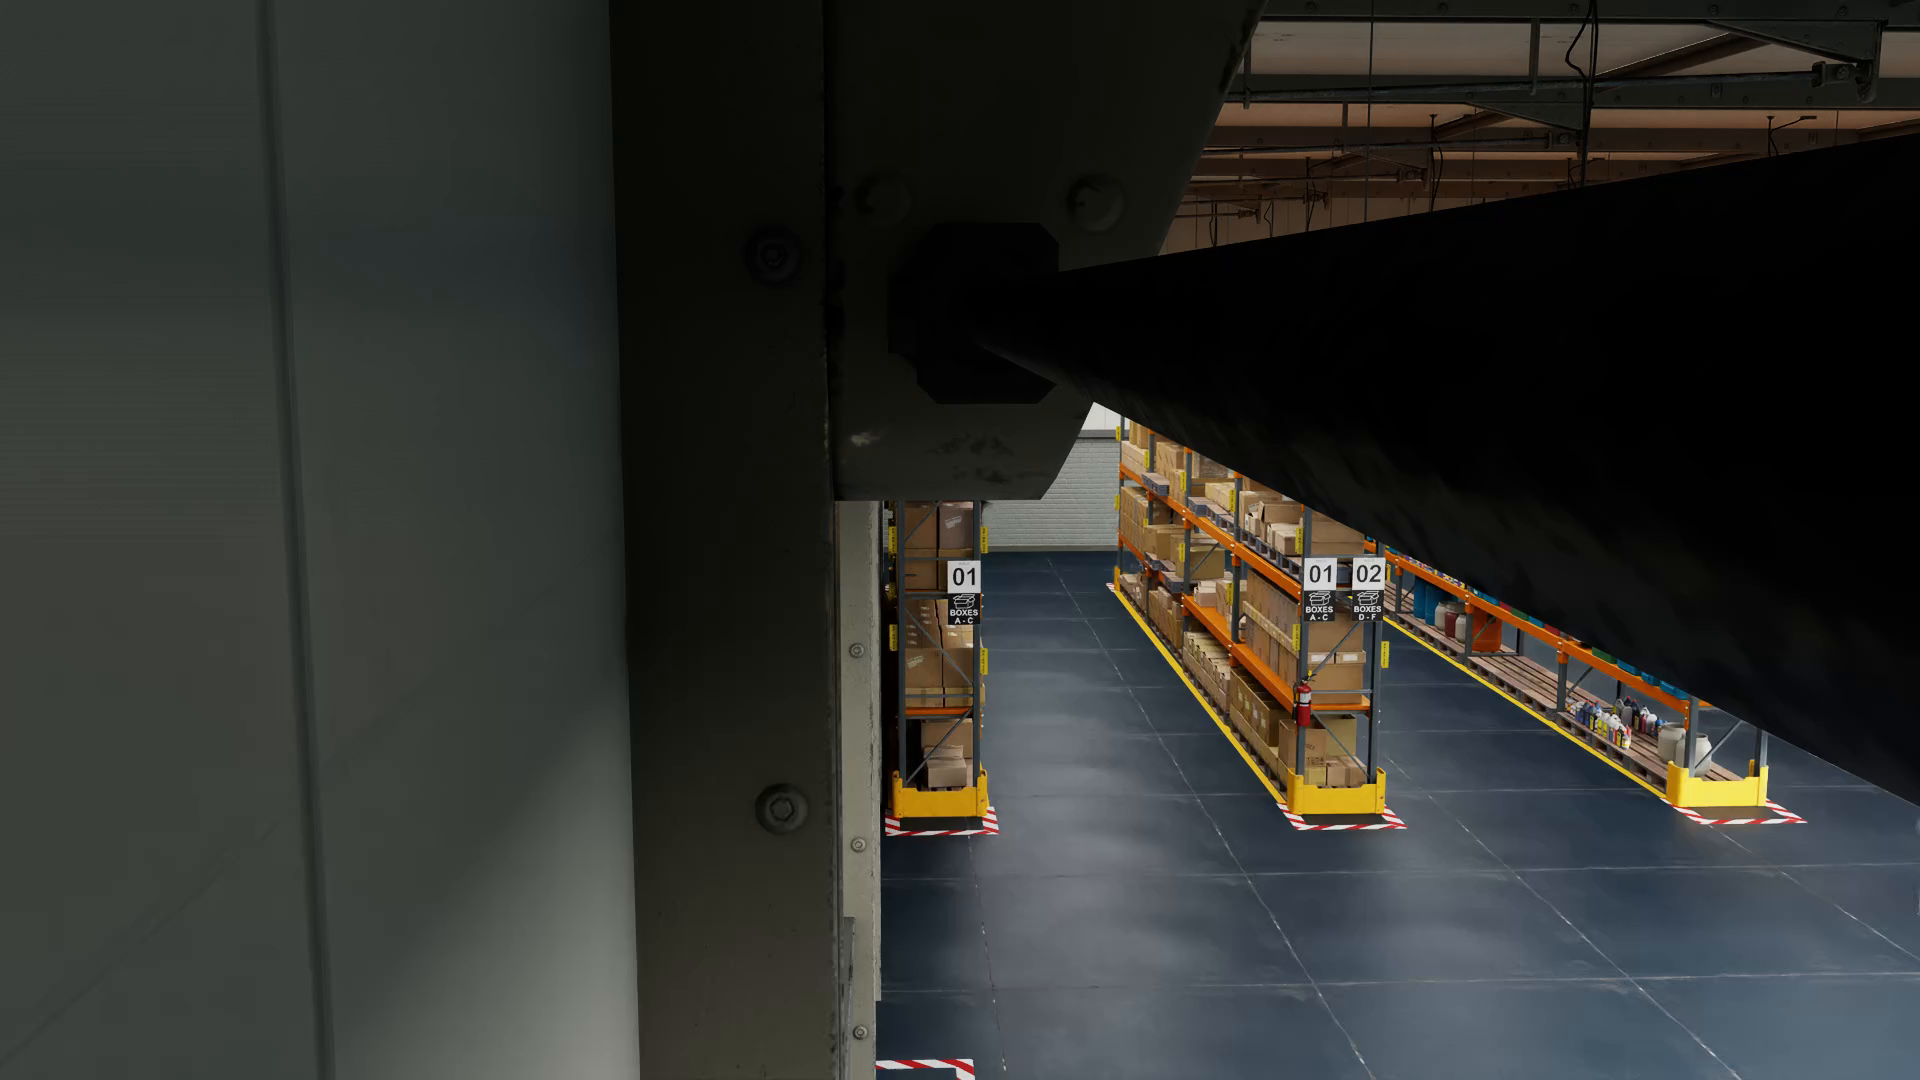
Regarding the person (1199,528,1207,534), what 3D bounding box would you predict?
[{"bbox_3d":[5.526,0.171,36.936,0.861,1.730,0.716,5,9,29],"label":"person"}]
